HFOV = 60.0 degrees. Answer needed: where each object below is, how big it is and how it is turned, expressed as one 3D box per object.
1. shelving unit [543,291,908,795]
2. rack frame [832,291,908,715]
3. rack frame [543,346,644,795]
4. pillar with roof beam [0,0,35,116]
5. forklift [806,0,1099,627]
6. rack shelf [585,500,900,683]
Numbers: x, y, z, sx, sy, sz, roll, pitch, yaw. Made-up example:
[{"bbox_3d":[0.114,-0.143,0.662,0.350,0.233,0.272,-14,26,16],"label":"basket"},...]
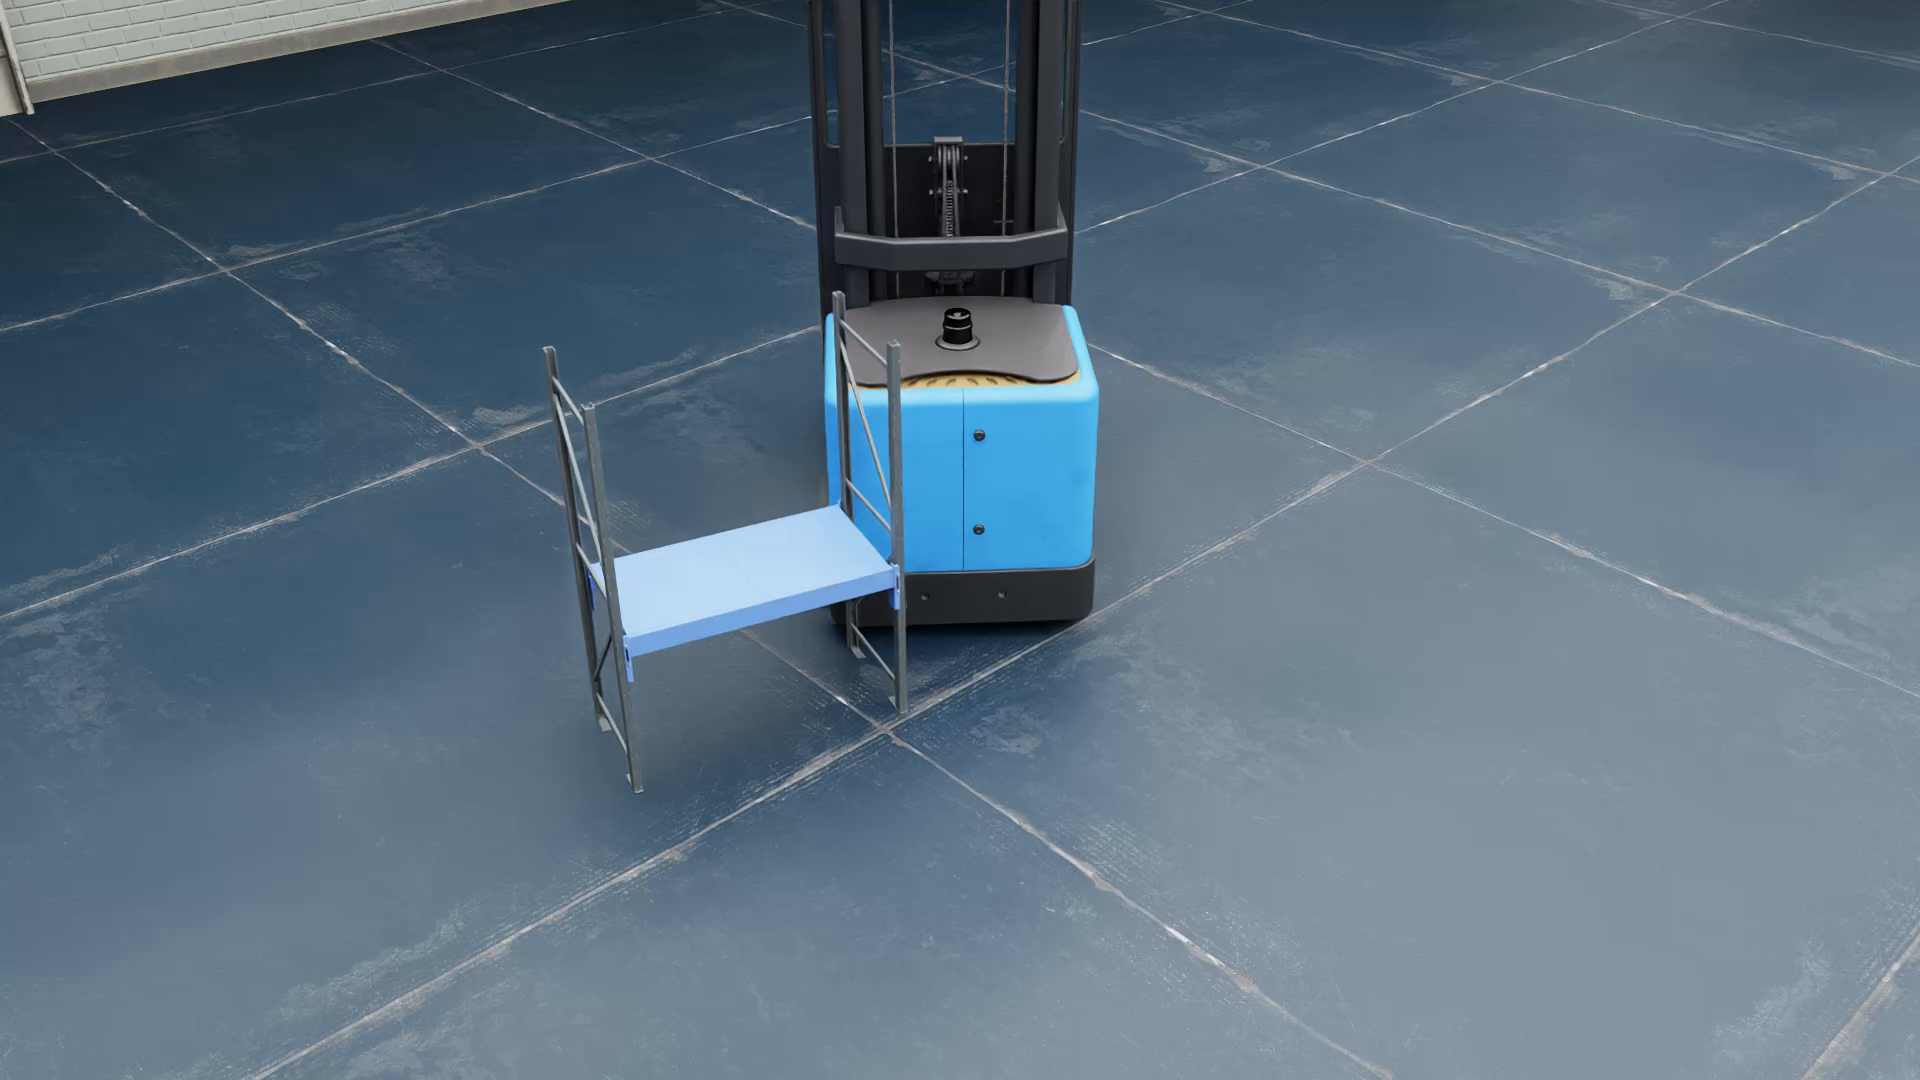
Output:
[{"bbox_3d":[-0.775,0.009,5.797,1.048,1.500,0.538,-15,34,-22],"label":"shelving unit"},{"bbox_3d":[-0.320,-0.109,5.990,0.032,1.500,0.500,-15,34,-22],"label":"rack frame"},{"bbox_3d":[-1.230,0.128,5.604,0.032,1.500,0.500,-15,34,-22],"label":"rack frame"},{"bbox_3d":[-4.272,-5.389,7.437,0.400,9.000,9.100,-26,40,-35],"label":"pillar with roof beam"},{"bbox_3d":[-0.078,-1.647,7.134,1.130,2.935,3.031,-2,31,-3],"label":"forklift"},{"bbox_3d":[-0.775,0.163,5.891,1.000,0.185,0.538,-15,34,-22],"label":"rack shelf"}]
